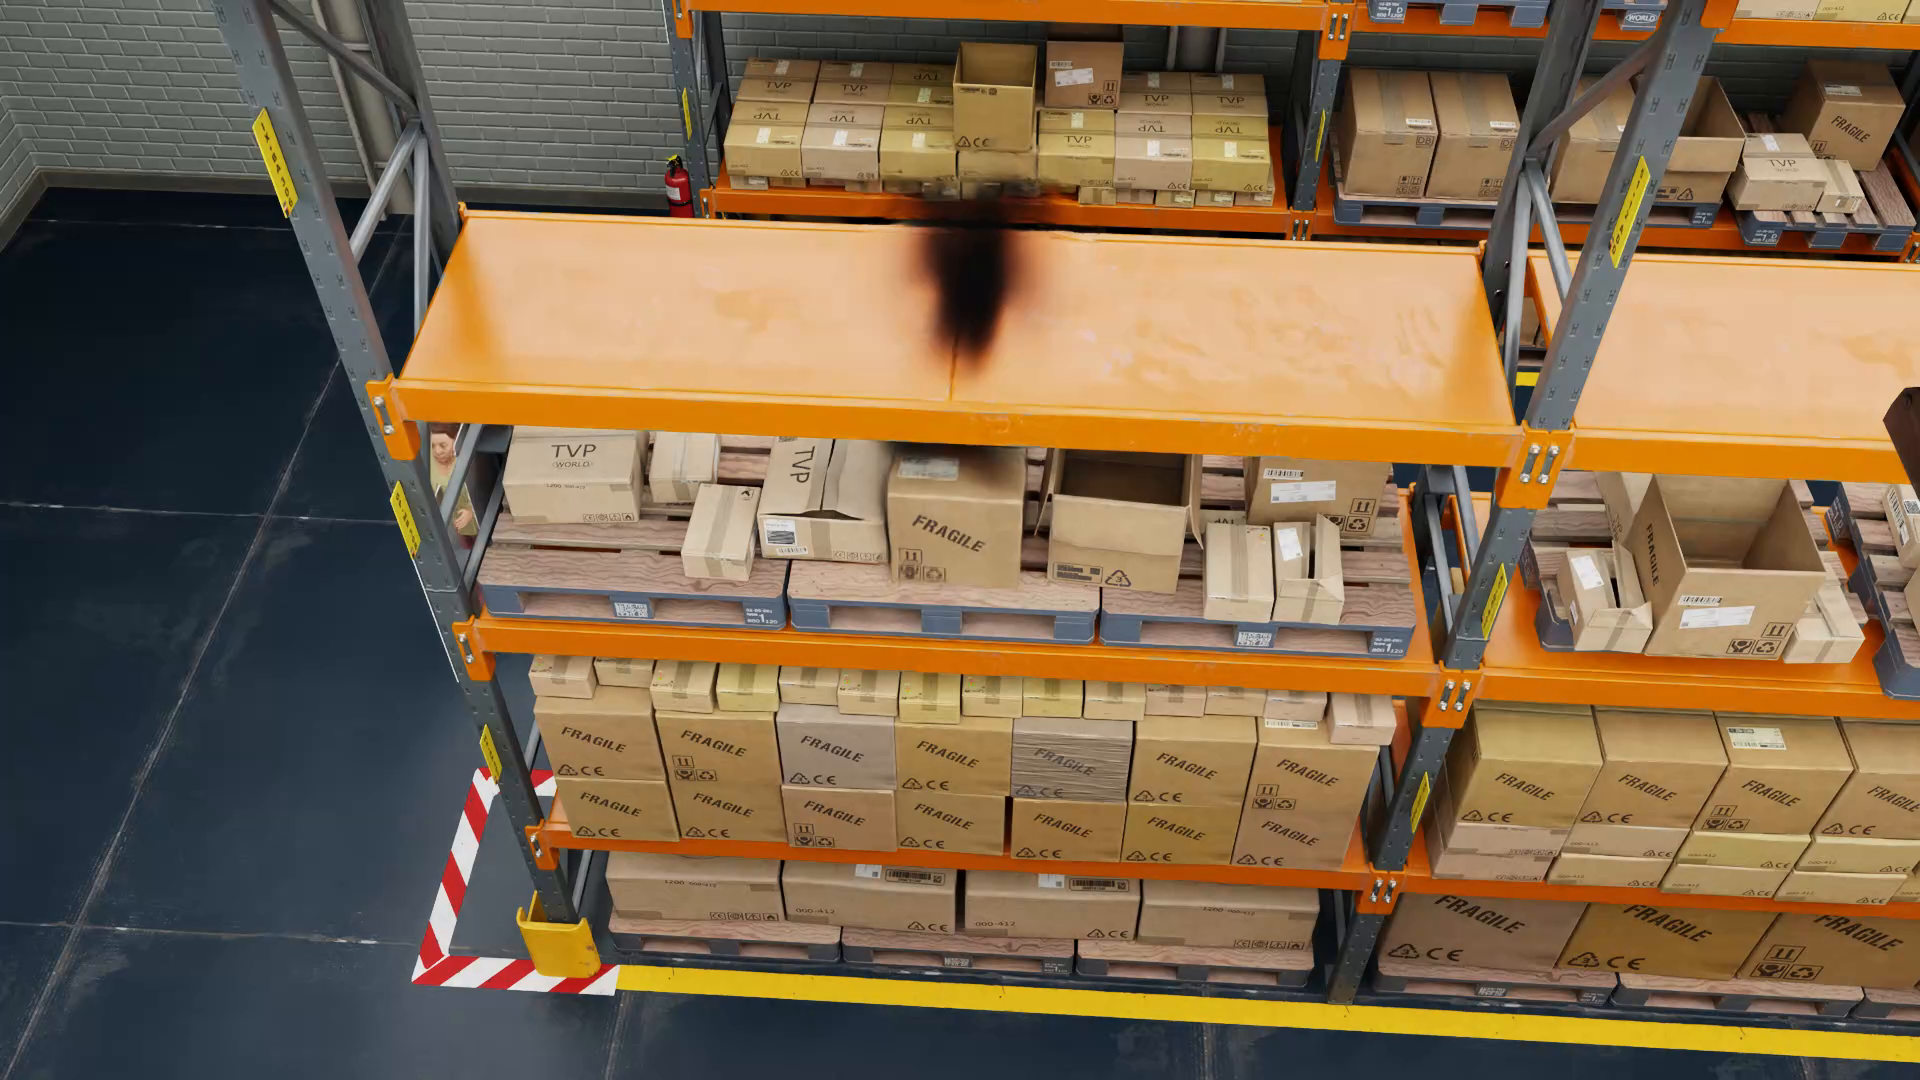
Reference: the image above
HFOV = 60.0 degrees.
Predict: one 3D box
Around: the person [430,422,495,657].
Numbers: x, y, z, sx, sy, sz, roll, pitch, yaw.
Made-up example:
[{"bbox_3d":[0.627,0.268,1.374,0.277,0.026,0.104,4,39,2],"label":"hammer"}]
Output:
[{"bbox_3d":[-2.849,-0.133,9.707,0.583,1.652,0.944,2,48,2],"label":"person"}]
